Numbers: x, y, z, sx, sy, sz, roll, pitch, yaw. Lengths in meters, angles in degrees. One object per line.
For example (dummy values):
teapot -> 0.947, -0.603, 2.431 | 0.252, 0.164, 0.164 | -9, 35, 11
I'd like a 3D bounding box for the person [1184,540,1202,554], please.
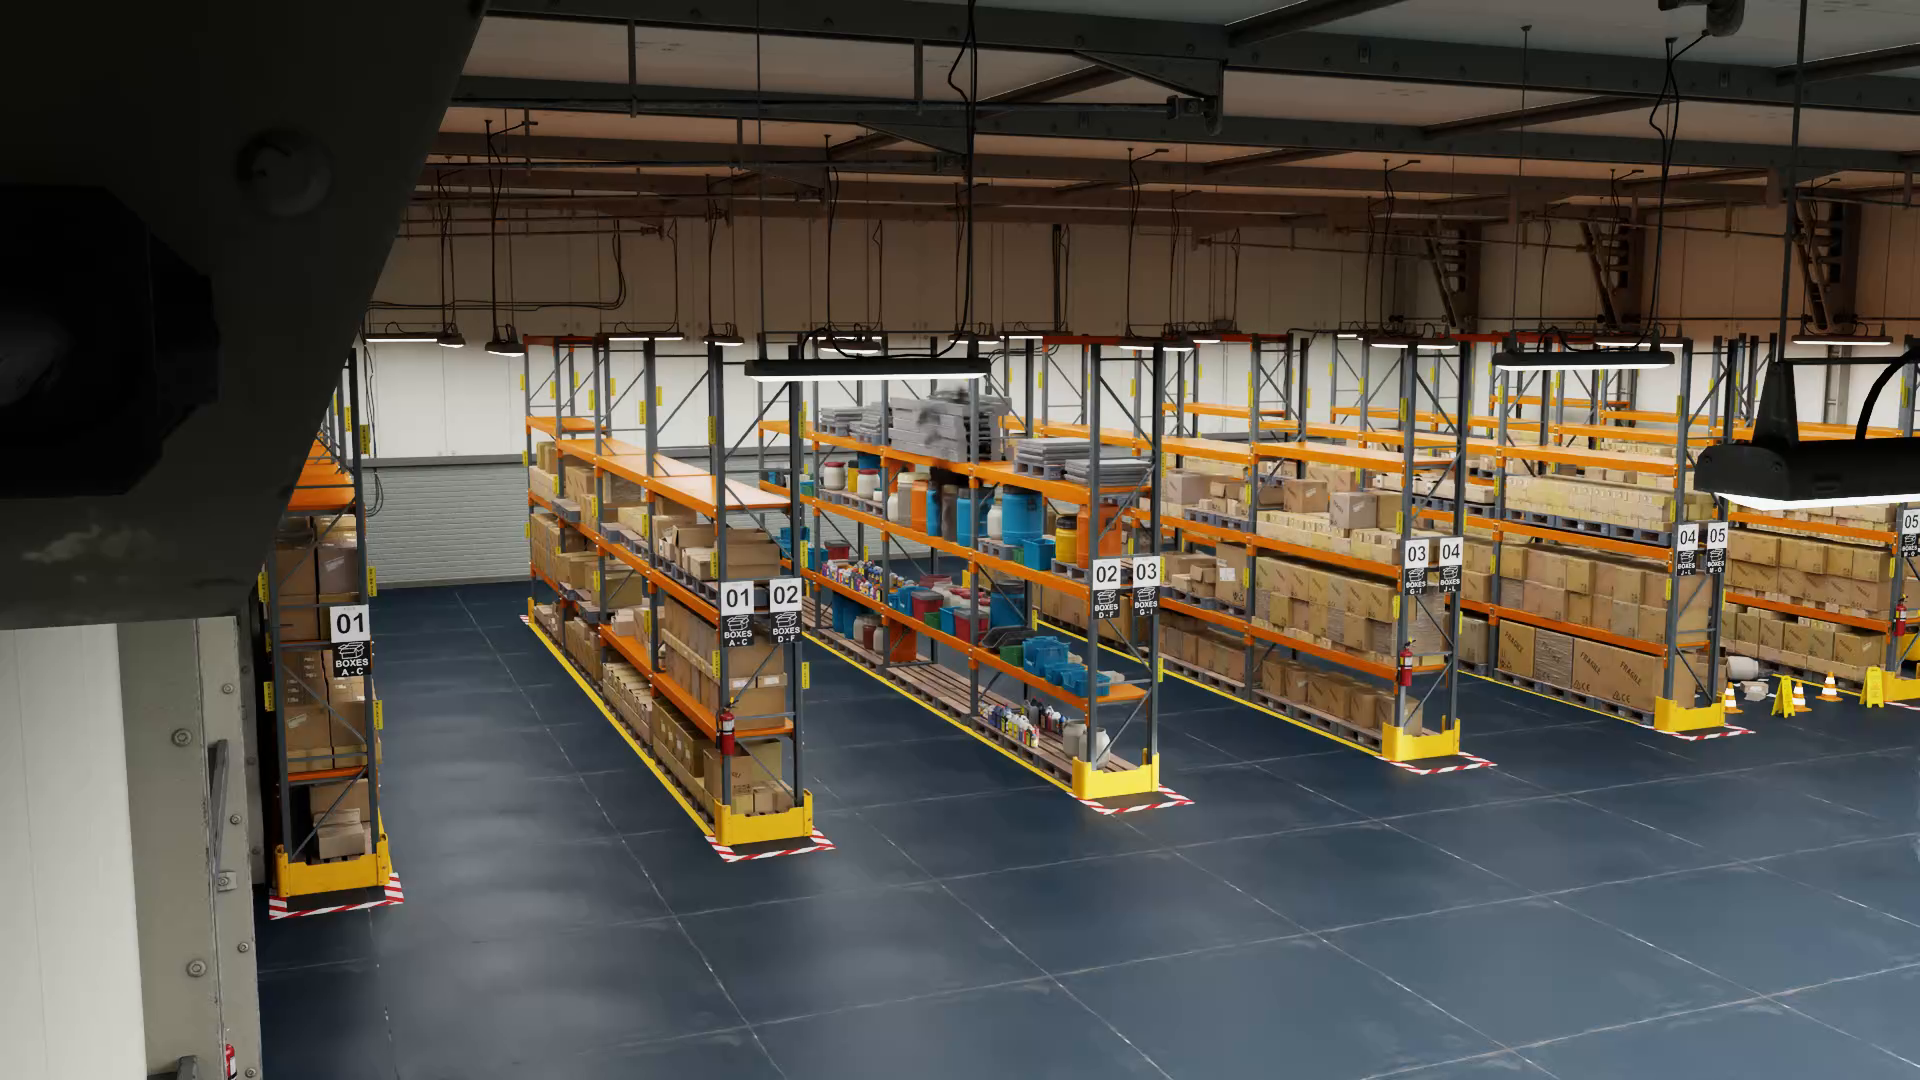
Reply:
person -> 5.758, -0.045, 41.735 | 0.867, 1.674, 0.727 | 5, 9, 33
